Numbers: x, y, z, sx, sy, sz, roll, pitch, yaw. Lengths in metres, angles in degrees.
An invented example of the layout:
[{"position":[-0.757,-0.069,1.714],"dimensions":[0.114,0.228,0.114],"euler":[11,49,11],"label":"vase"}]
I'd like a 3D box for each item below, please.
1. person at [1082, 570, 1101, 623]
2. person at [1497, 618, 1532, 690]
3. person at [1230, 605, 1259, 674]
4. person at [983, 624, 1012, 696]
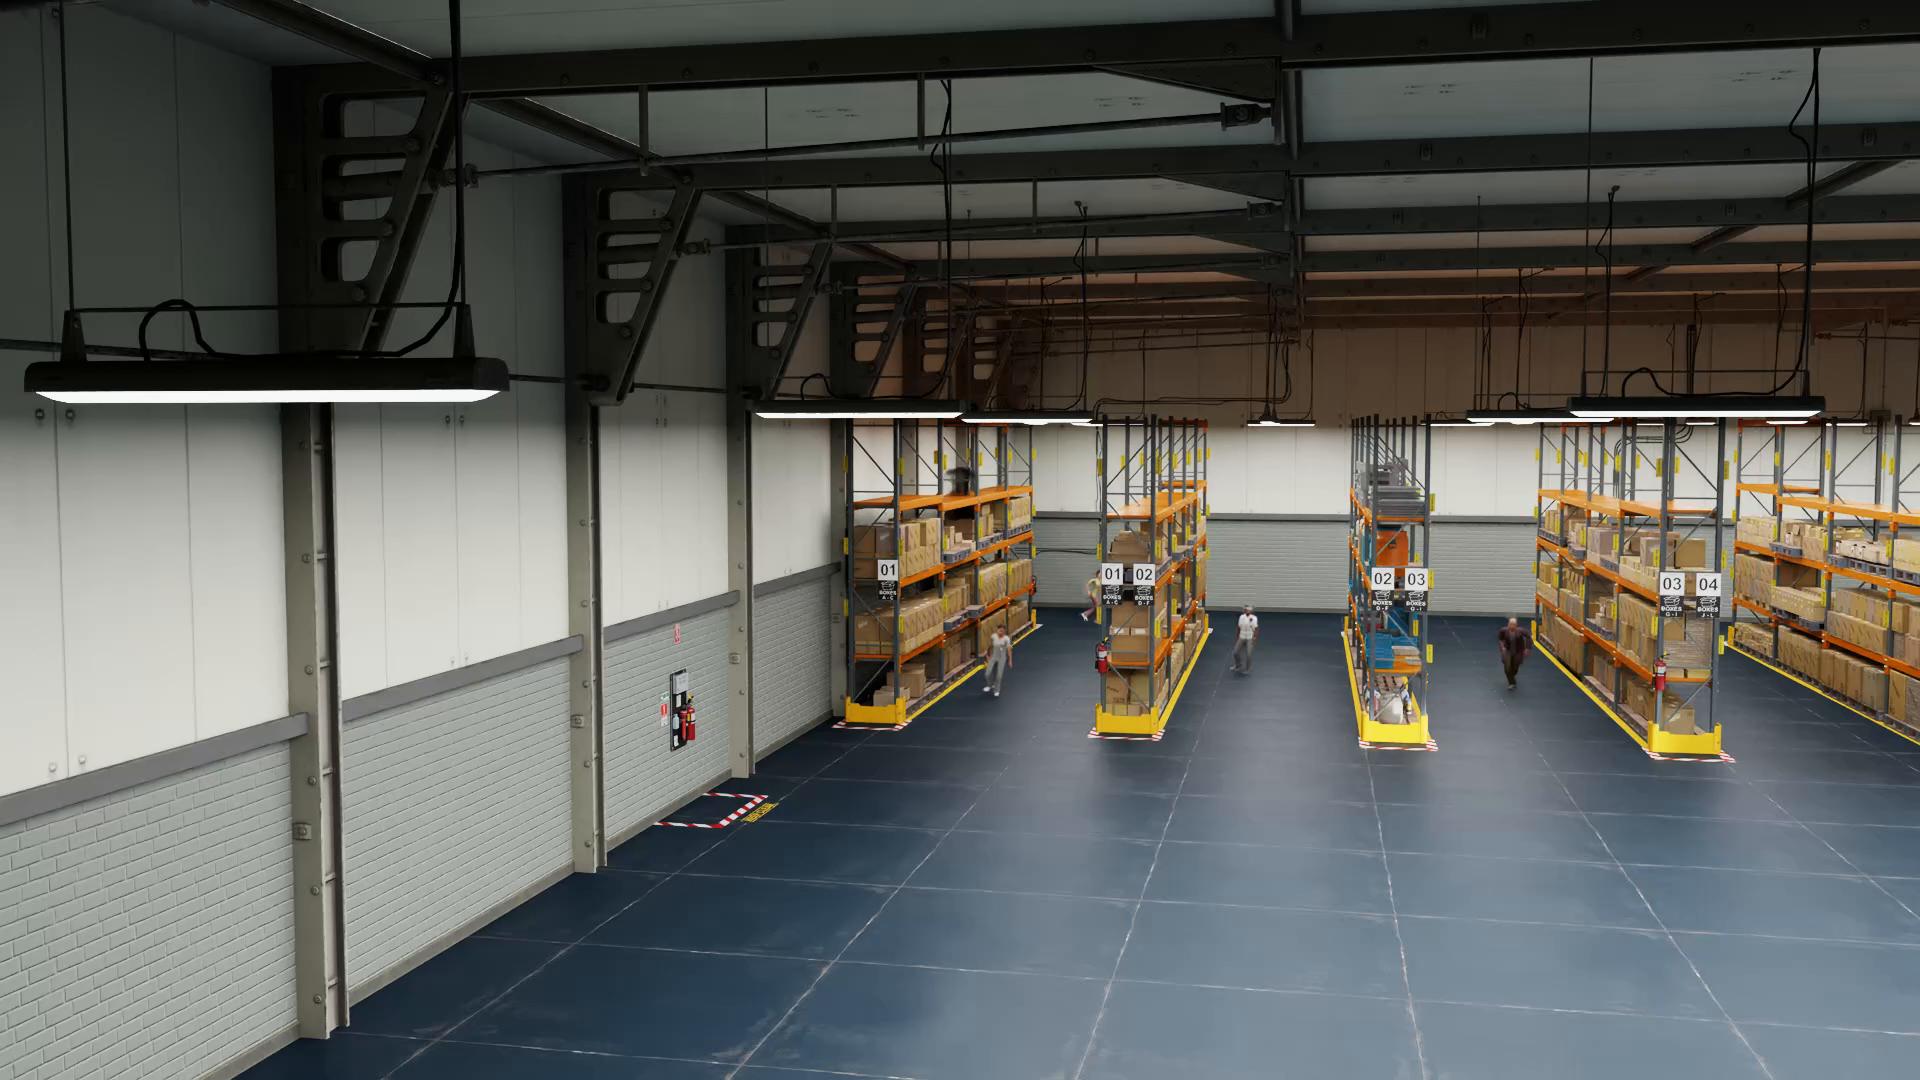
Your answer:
[{"position":[3.954,1.682,49.147],"dimensions":[0.607,1.605,0.685],"euler":[3,5,40],"label":"person"},{"position":[12.189,2.489,36.562],"dimensions":[0.728,1.606,0.915],"euler":[1,4,20],"label":"person"},{"position":[6.629,2.314,38.851],"dimensions":[0.704,1.642,0.561],"euler":[2,4,24],"label":"person"},{"position":[0.810,2.549,35.527],"dimensions":[0.696,1.593,0.602],"euler":[1,4,14],"label":"person"}]
